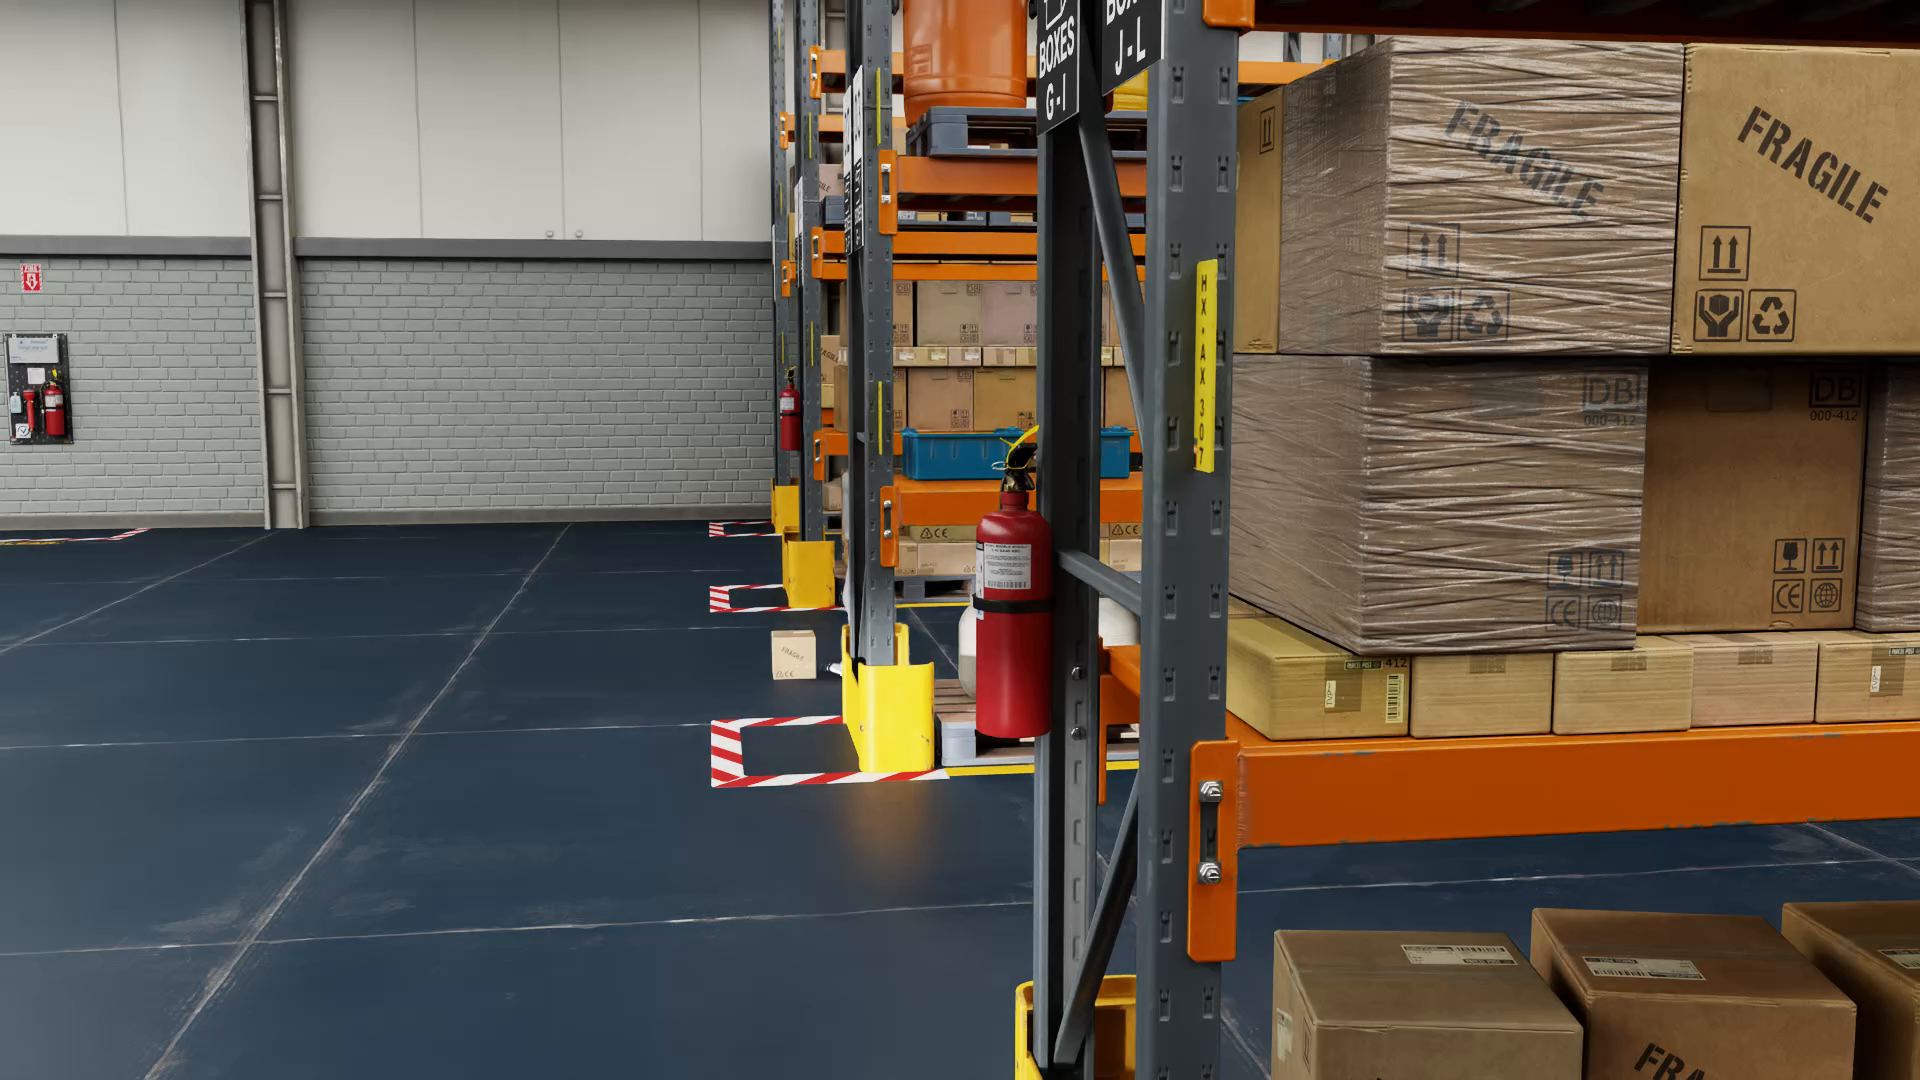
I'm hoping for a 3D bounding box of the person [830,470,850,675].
[{"bbox_3d":[-0.566,0.027,9.913,0.448,1.588,0.411,-1,7,-7],"label":"person"}]
